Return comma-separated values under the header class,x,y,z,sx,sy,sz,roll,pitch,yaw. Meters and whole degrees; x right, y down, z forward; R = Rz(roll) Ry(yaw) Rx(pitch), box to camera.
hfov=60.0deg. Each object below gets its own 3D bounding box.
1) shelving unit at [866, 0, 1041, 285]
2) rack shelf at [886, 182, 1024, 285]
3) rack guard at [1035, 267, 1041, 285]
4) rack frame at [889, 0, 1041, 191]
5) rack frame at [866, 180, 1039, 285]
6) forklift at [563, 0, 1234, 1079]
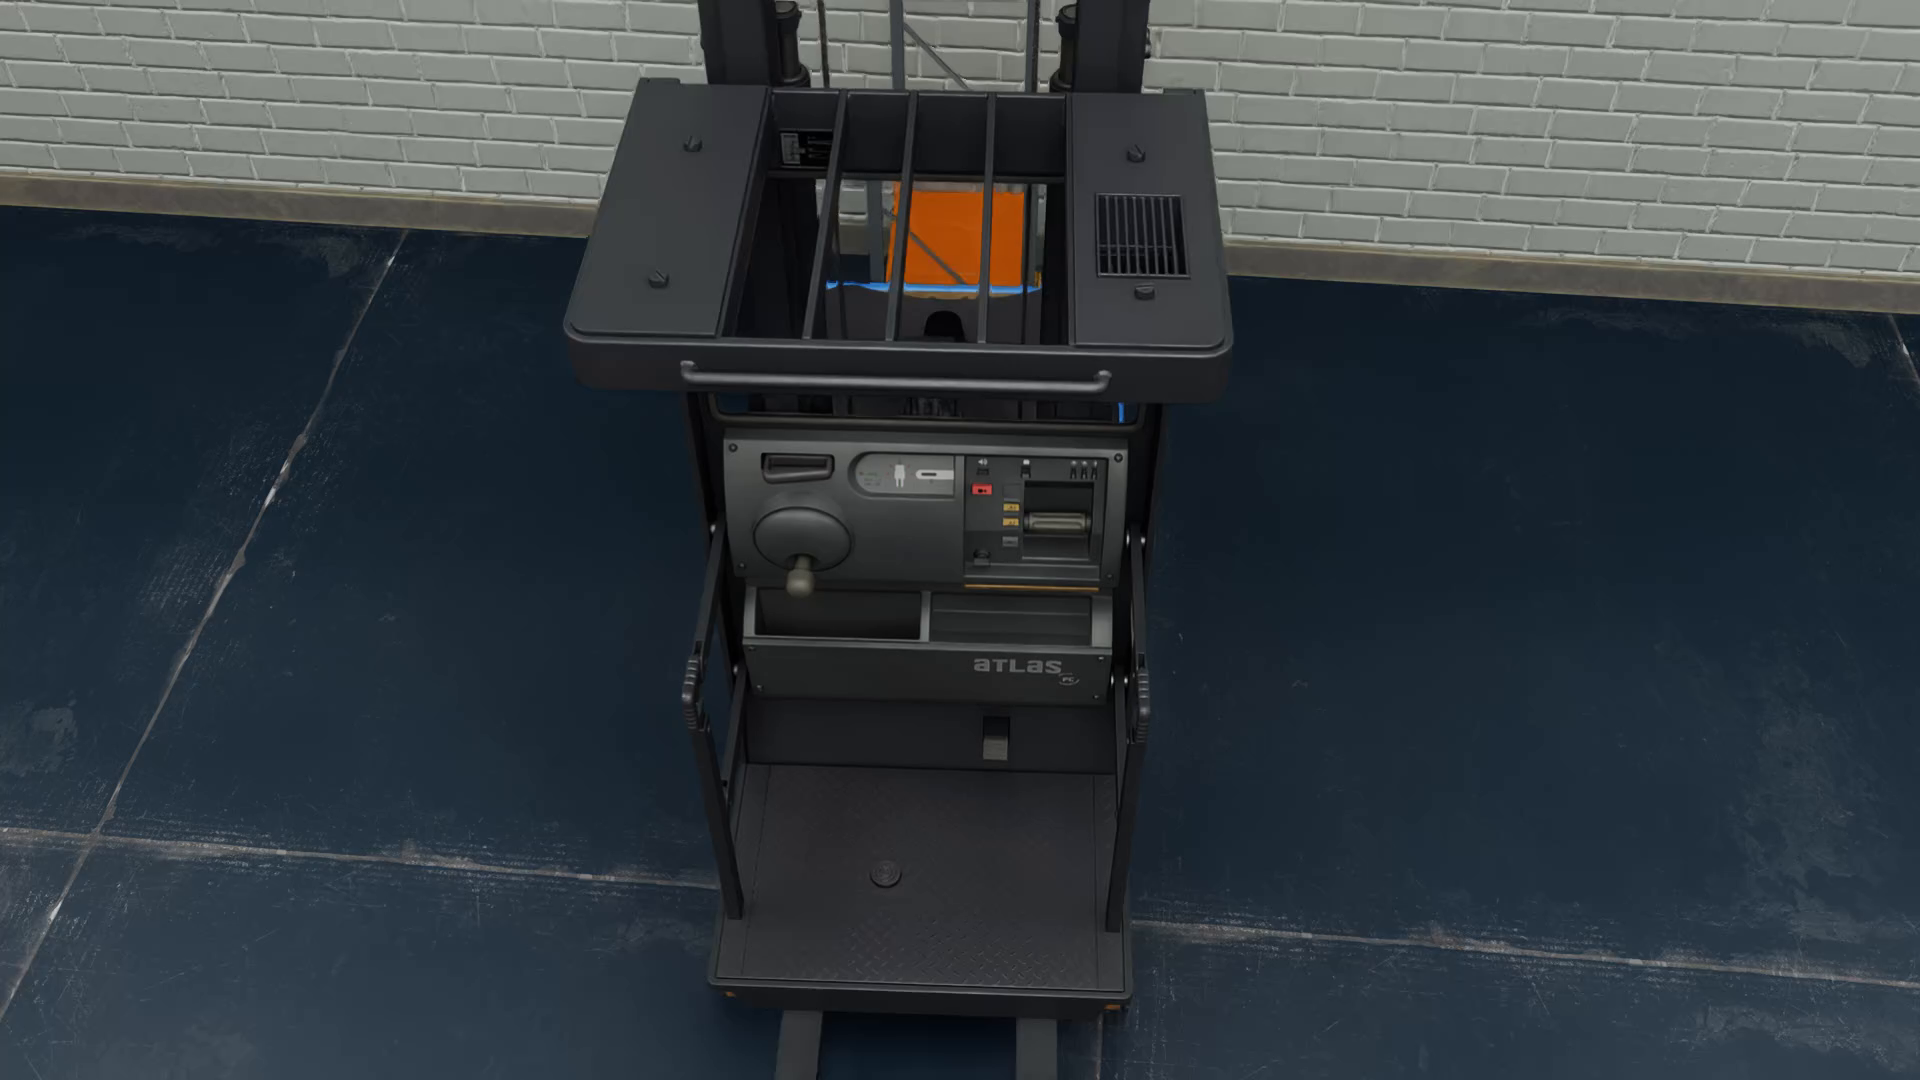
class,x,y,z,sx,sy,sz,roll,pitch,yaw
shelving unit,-0.002,-0.992,5.641,0.587,1.500,1.083,2,48,1
rack shelf,-0.002,-0.864,5.767,0.538,0.185,1.000,2,48,1
rack guard,0.017,-0.937,6.438,0.587,0.250,0.087,2,48,1
rack frame,0.017,-1.360,5.977,0.500,1.500,0.032,2,48,1
rack frame,-0.021,-0.610,5.292,0.500,1.500,0.032,2,48,1
forklift,-0.087,0.046,3.722,1.130,2.935,3.031,2,48,1
